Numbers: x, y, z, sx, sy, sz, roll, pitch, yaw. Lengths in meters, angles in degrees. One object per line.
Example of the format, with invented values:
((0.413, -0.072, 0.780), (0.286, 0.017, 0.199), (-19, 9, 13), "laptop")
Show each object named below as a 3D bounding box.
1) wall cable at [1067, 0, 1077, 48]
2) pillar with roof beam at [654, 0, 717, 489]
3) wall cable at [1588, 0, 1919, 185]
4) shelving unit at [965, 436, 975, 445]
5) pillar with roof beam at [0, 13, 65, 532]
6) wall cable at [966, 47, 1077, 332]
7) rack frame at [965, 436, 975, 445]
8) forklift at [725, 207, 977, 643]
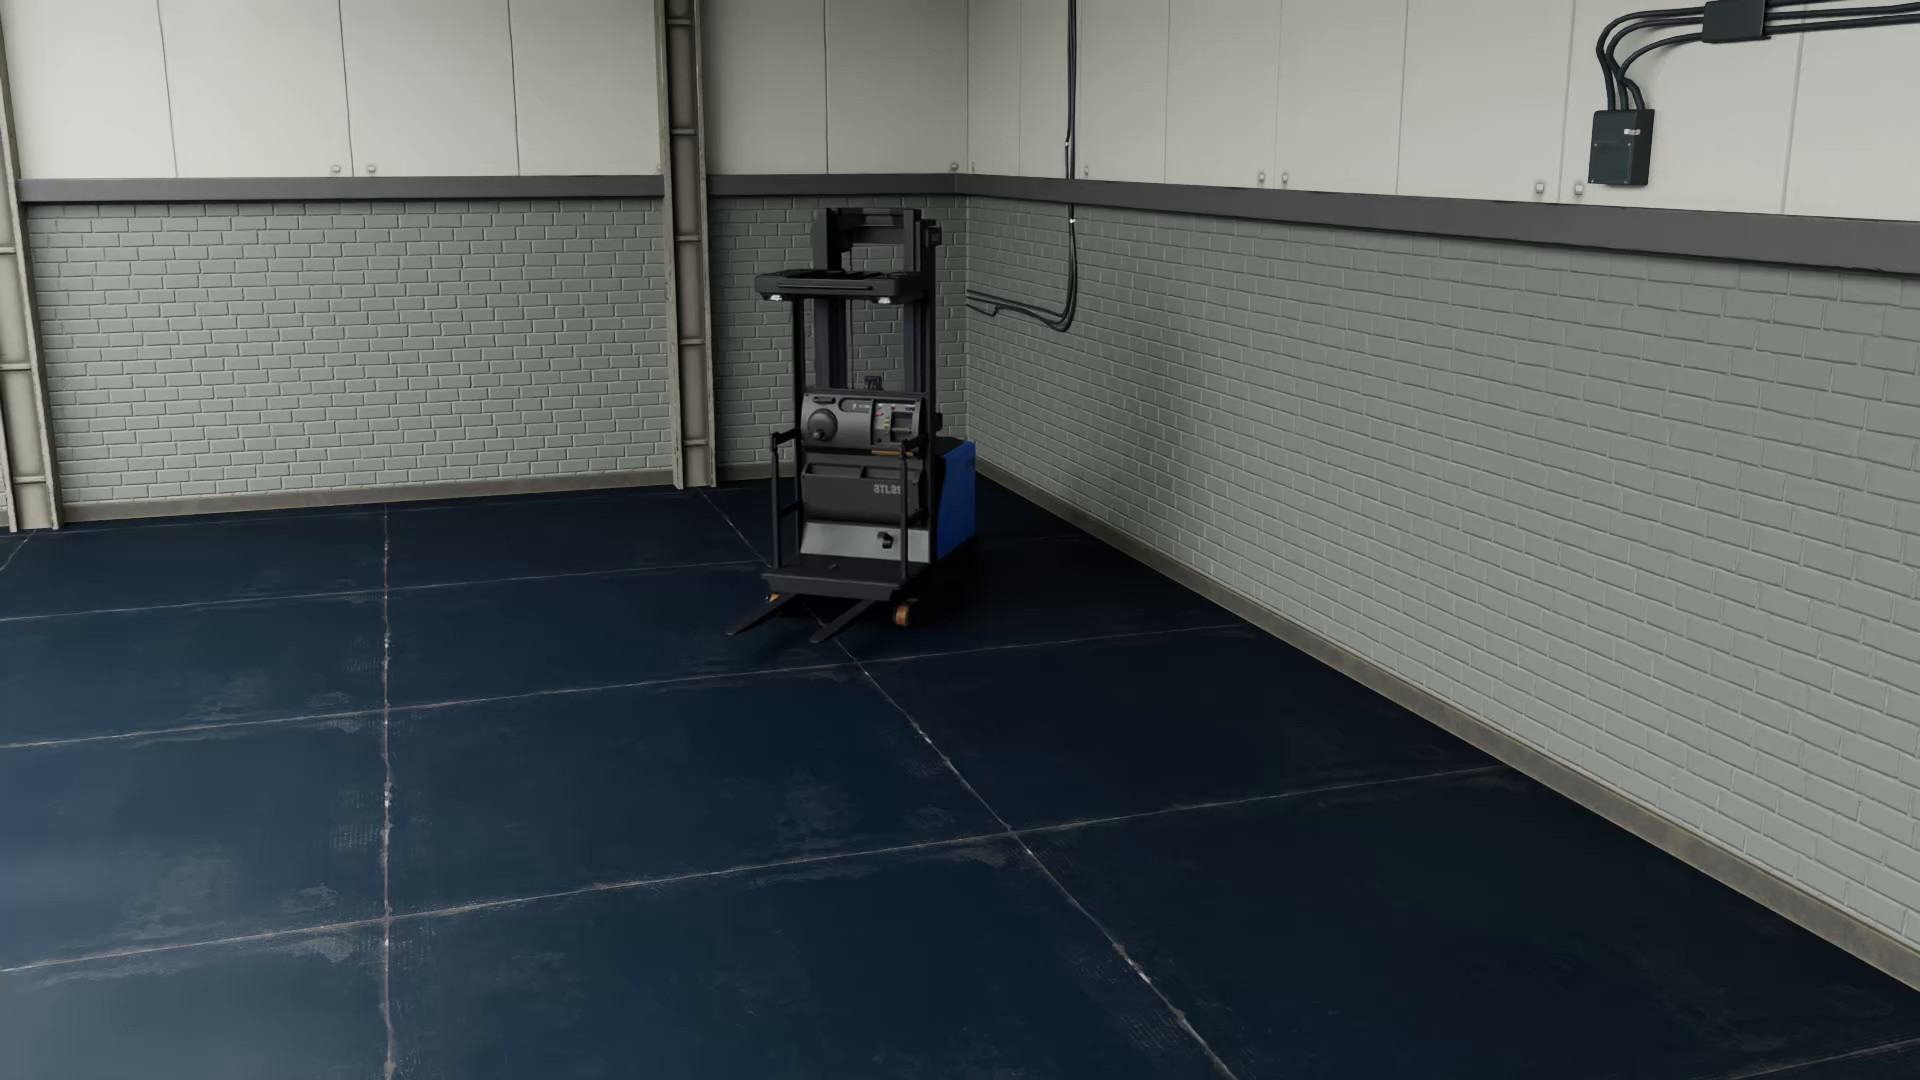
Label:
((1.367, -5.221, 12.940), (0.112, 2.526, 3.097), (-4, 14, -18), "wall cable")
((-1.337, -3.996, 11.996), (0.400, 9.000, 9.100), (-4, 14, -18), "pillar with roof beam")
((3.517, -4.439, 6.508), (0.169, 6.003, 2.305), (-4, 14, -18), "wall cable")
((-0.008, -0.437, 14.536), (0.210, 0.900, 0.258), (-4, 14, -18), "shelving unit")
((-7.024, -3.553, 10.134), (0.400, 9.000, 9.100), (-4, 14, -18), "pillar with roof beam")
((0.504, -3.357, 16.019), (0.112, 2.526, 3.097), (-4, 14, -18), "wall cable")
((0.089, -0.445, 14.568), (0.006, 0.900, 0.240), (-4, 14, -18), "rack frame")
((-0.791, -0.898, 12.085), (1.130, 2.935, 3.031), (4, 14, 17), "forklift")
